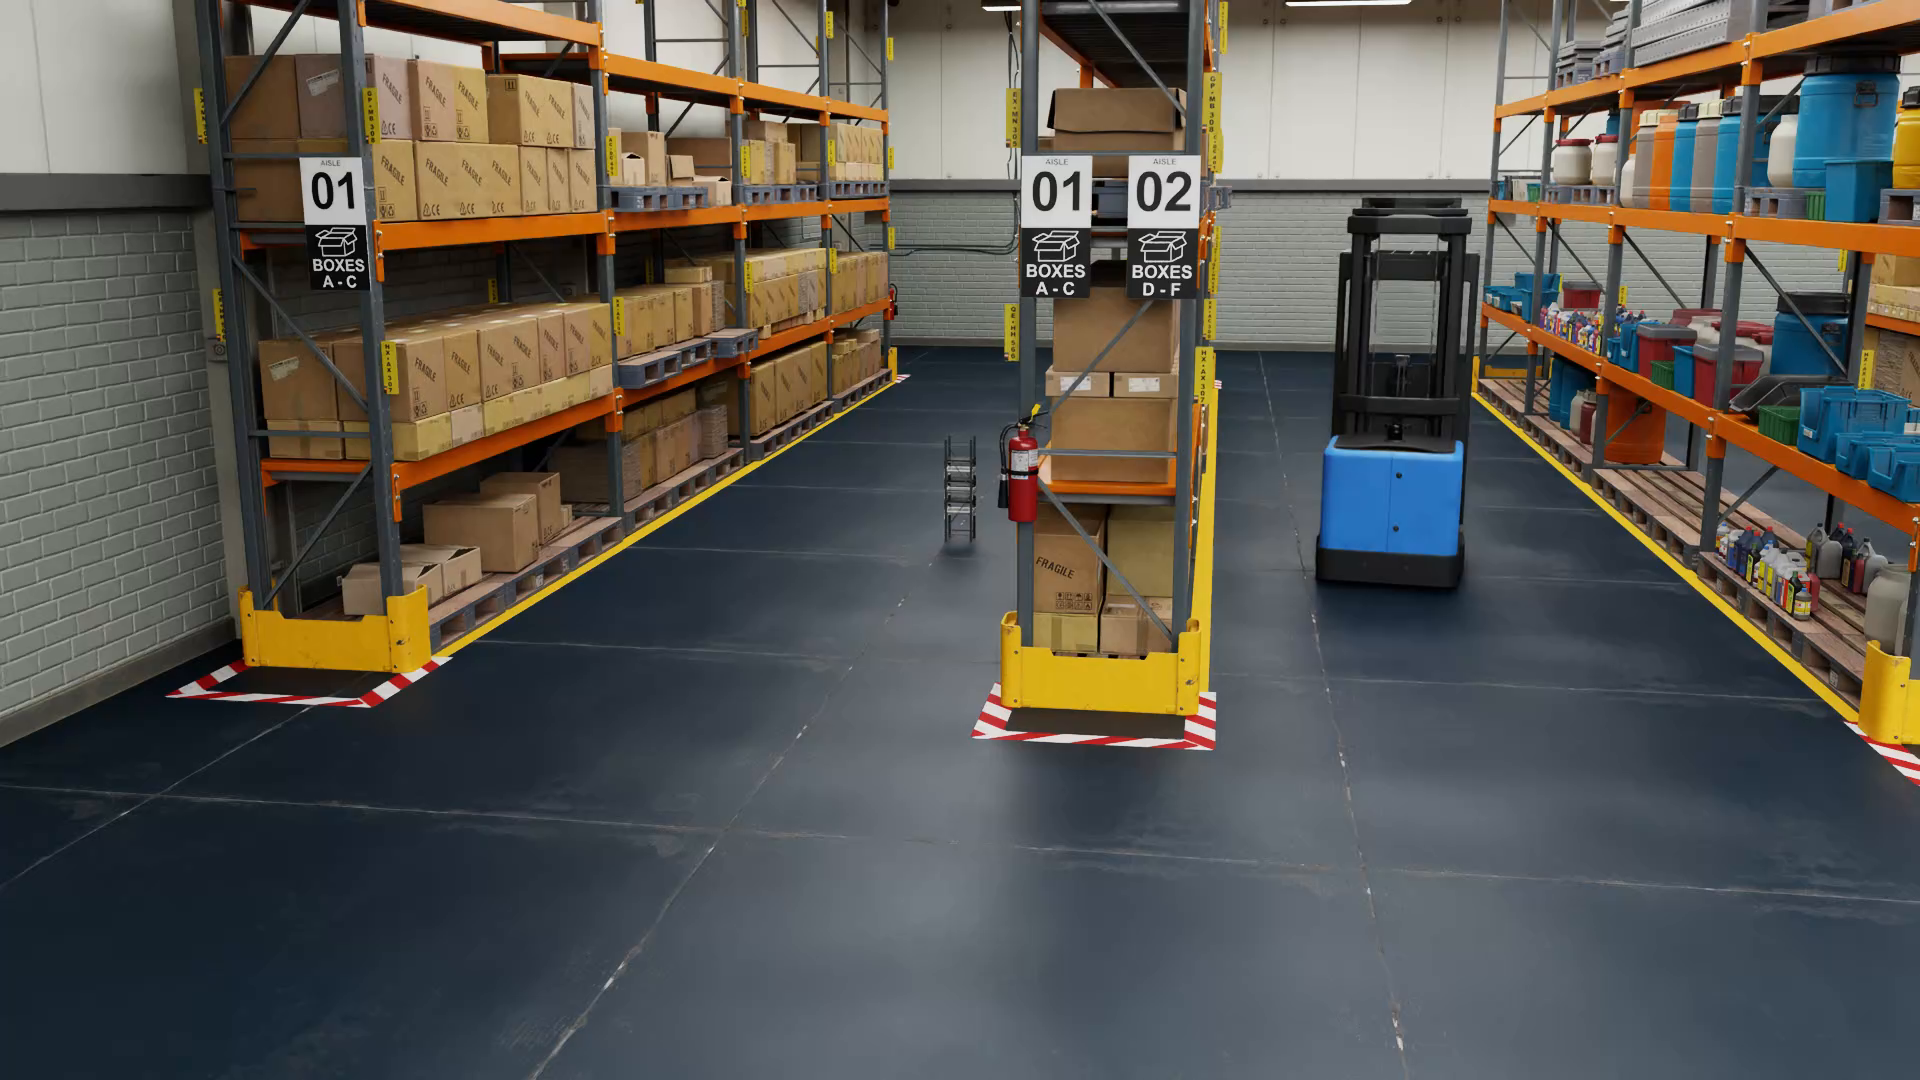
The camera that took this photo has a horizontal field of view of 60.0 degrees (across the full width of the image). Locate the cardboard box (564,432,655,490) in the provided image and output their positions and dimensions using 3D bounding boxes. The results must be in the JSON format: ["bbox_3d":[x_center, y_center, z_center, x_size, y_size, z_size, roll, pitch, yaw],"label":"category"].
[{"bbox_3d":[-3.311,-0.745,15.721,0.700,0.500,0.500,2,12,8],"label":"cardboard box"}]

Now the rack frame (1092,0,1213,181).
[{"bbox_3d":[1.458,-4.262,12.910,1.000,3.000,0.127,2,12,9],"label":"rack frame"}]

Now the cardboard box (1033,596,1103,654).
[{"bbox_3d":[0.633,0.521,10.487,0.500,0.250,0.500,2,12,9],"label":"cardboard box"}]

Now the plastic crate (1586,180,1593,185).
[{"bbox_3d":[8.044,-4.486,21.378,0.497,0.269,0.590,2,12,9],"label":"plastic crate"}]

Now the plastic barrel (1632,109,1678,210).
[{"bbox_3d":[6.626,-3.548,15.528,0.600,0.901,0.600,0,12,0],"label":"plastic barrel"}]

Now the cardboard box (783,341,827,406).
[{"bbox_3d":[-2.179,-2.169,21.546,0.750,0.750,0.750,2,12,9],"label":"cardboard box"}]

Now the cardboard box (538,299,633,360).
[{"bbox_3d":[-3.325,-1.858,14.713,0.700,0.500,0.500,2,12,9],"label":"cardboard box"}]

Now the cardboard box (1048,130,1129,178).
[{"bbox_3d":[0.845,-2.557,11.002,0.500,0.311,0.500,3,13,15],"label":"cardboard box"}]

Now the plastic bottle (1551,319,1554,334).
[{"bbox_3d":[7.018,-2.533,19.597,0.097,0.201,0.097,0,12,0],"label":"plastic bottle"}]

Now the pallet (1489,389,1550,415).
[{"bbox_3d":[7.842,-1.879,22.713,1.003,0.211,1.213,2,12,9],"label":"pallet"}]

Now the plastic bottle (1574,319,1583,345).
[{"bbox_3d":[6.783,-2.280,18.229,0.061,0.283,0.133,2,12,9],"label":"plastic bottle"}]

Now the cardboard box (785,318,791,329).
[{"bbox_3d":[-2.270,-2.644,20.191,0.380,0.149,0.250,2,12,10],"label":"cardboard box"}]

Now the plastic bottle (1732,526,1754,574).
[{"bbox_3d":[5.818,0.066,12.310,0.144,0.351,0.185,2,12,10],"label":"plastic bottle"}]

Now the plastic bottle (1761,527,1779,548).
[{"bbox_3d":[5.960,0.071,12.288,0.144,0.351,0.185,2,12,9],"label":"plastic bottle"}]

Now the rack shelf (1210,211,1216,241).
[{"bbox_3d":[2.381,-3.693,19.098,1.077,0.370,4.000,2,12,9],"label":"rack shelf"}]

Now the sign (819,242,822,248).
[{"bbox_3d":[-2.139,-4.468,25.864,0.100,0.325,0.005,2,12,9],"label":"sign"}]

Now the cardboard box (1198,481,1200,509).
[{"bbox_3d":[1.845,-0.373,14.634,0.500,0.250,0.500,2,12,10],"label":"cardboard box"}]

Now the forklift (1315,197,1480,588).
[{"bbox_3d":[3.664,-1.336,13.737,1.130,2.935,3.031,4,13,17],"label":"forklift"}]

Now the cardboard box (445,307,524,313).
[{"bbox_3d":[-3.799,-1.594,13.297,0.500,0.500,0.500,2,12,8],"label":"cardboard box"}]

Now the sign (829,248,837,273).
[{"bbox_3d":[-1.669,-3.666,21.825,0.100,0.325,0.005,2,12,9],"label":"sign"}]

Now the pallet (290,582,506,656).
[{"bbox_3d":[-3.881,0.523,11.566,1.003,0.211,1.213,2,12,9],"label":"pallet"}]

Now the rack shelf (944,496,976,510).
[{"bbox_3d":[0.001,-0.321,14.432,0.258,0.077,0.200,2,12,9],"label":"rack shelf"}]

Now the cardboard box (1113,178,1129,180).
[{"bbox_3d":[1.562,-3.056,13.792,0.500,0.250,0.500,3,13,15],"label":"cardboard box"}]

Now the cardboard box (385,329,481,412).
[{"bbox_3d":[-3.596,-1.152,11.246,0.500,0.500,0.500,2,12,9],"label":"cardboard box"}]

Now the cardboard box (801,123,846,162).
[{"bbox_3d":[-1.820,-5.308,22.224,0.500,0.500,0.500,2,12,8],"label":"cardboard box"}]

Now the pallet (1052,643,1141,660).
[{"bbox_3d":[0.919,0.706,10.717,1.003,0.211,1.213,2,12,9],"label":"pallet"}]

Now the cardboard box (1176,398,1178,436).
[{"bbox_3d":[1.163,-0.965,11.613,0.700,0.500,0.500,2,12,10],"label":"cardboard box"}]

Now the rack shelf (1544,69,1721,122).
[{"bbox_3d":[7.275,-4.803,18.076,1.077,0.370,4.000,2,12,9],"label":"rack shelf"}]

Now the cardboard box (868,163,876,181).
[{"bbox_3d":[-1.521,-5.365,24.270,0.500,0.250,0.500,1,12,7],"label":"cardboard box"}]

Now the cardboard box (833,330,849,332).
[{"bbox_3d":[-1.856,-3.066,24.996,0.380,0.149,0.250,2,12,9],"label":"cardboard box"}]

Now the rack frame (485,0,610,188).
[{"bbox_3d":[-3.437,-4.422,13.652,1.000,3.000,0.127,2,12,9],"label":"rack frame"}]

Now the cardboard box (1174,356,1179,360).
[{"bbox_3d":[1.235,-1.097,10.686,0.380,0.149,0.250,2,12,8],"label":"cardboard box"}]

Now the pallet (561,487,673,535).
[{"bbox_3d":[-3.319,-0.288,15.330,1.003,0.211,1.213,2,12,9],"label":"pallet"}]

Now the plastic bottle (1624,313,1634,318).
[{"bbox_3d":[7.686,-2.471,19.135,0.152,0.276,0.135,2,12,9],"label":"plastic bottle"}]

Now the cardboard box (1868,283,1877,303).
[{"bbox_3d":[12.677,-3.378,22.699,0.500,0.250,0.500,2,12,8],"label":"cardboard box"}]

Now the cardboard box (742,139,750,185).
[{"bbox_3d":[-2.775,-4.267,18.771,0.700,0.500,0.500,1,12,6],"label":"cardboard box"}]

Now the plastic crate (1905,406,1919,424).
[{"bbox_3d":[6.450,-0.856,11.700,0.499,0.251,0.616,2,12,9],"label":"plastic crate"}]

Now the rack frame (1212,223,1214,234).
[{"bbox_3d":[3.303,-3.827,25.134,1.000,3.000,0.127,2,12,9],"label":"rack frame"}]

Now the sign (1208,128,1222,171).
[{"bbox_3d":[2.007,-3.070,13.082,0.100,0.325,0.005,2,12,9],"label":"sign"}]

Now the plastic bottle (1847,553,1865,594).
[{"bbox_3d":[6.324,0.226,11.730,0.061,0.283,0.133,2,12,9],"label":"plastic bottle"}]

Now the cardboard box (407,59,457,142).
[{"bbox_3d":[-3.626,-2.845,10.798,0.500,0.500,0.500,2,12,8],"label":"cardboard box"}]

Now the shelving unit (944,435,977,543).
[{"bbox_3d":[0.001,-0.442,14.406,0.258,0.900,0.210,2,12,9],"label":"shelving unit"}]

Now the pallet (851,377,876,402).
[{"bbox_3d":[-1.828,-2.202,24.209,1.003,0.211,1.213,2,12,9],"label":"pallet"}]

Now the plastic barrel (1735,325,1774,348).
[{"bbox_3d":[6.828,-1.579,14.380,0.433,0.535,0.433,0,12,0],"label":"plastic barrel"}]

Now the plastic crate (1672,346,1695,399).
[{"bbox_3d":[6.214,-1.400,13.908,0.392,0.384,0.575,2,12,9],"label":"plastic crate"}]

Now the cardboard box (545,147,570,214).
[{"bbox_3d":[-3.361,-2.796,12.943,0.500,0.500,0.500,1,12,4],"label":"cardboard box"}]

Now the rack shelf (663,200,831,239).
[{"bbox_3d":[-2.515,-3.853,19.839,1.077,0.370,4.000,2,12,9],"label":"rack shelf"}]

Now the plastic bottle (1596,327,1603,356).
[{"bbox_3d":[6.608,-2.042,17.125,0.061,0.283,0.133,2,12,9],"label":"plastic bottle"}]

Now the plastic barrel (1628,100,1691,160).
[{"bbox_3d":[7.057,-4.001,16.800,0.600,0.830,0.708,2,12,9],"label":"plastic barrel"}]

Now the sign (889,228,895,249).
[{"bbox_3d":[-1.058,-4.649,25.633,0.100,0.325,0.005,2,12,9],"label":"sign"}]

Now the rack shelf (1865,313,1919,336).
[{"bbox_3d":[12.784,-2.738,21.785,1.077,0.370,4.000,2,12,9],"label":"rack shelf"}]

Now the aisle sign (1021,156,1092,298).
[{"bbox_3d":[0.542,-1.763,9.386,0.394,0.787,0.004,2,12,9],"label":"aisle sign"}]

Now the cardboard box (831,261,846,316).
[{"bbox_3d":[-2.107,-3.414,22.501,0.980,0.700,0.700,2,12,10],"label":"cardboard box"}]

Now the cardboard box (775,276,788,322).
[{"bbox_3d":[-2.328,-2.831,19.518,0.500,0.500,0.500,2,12,8],"label":"cardboard box"}]
